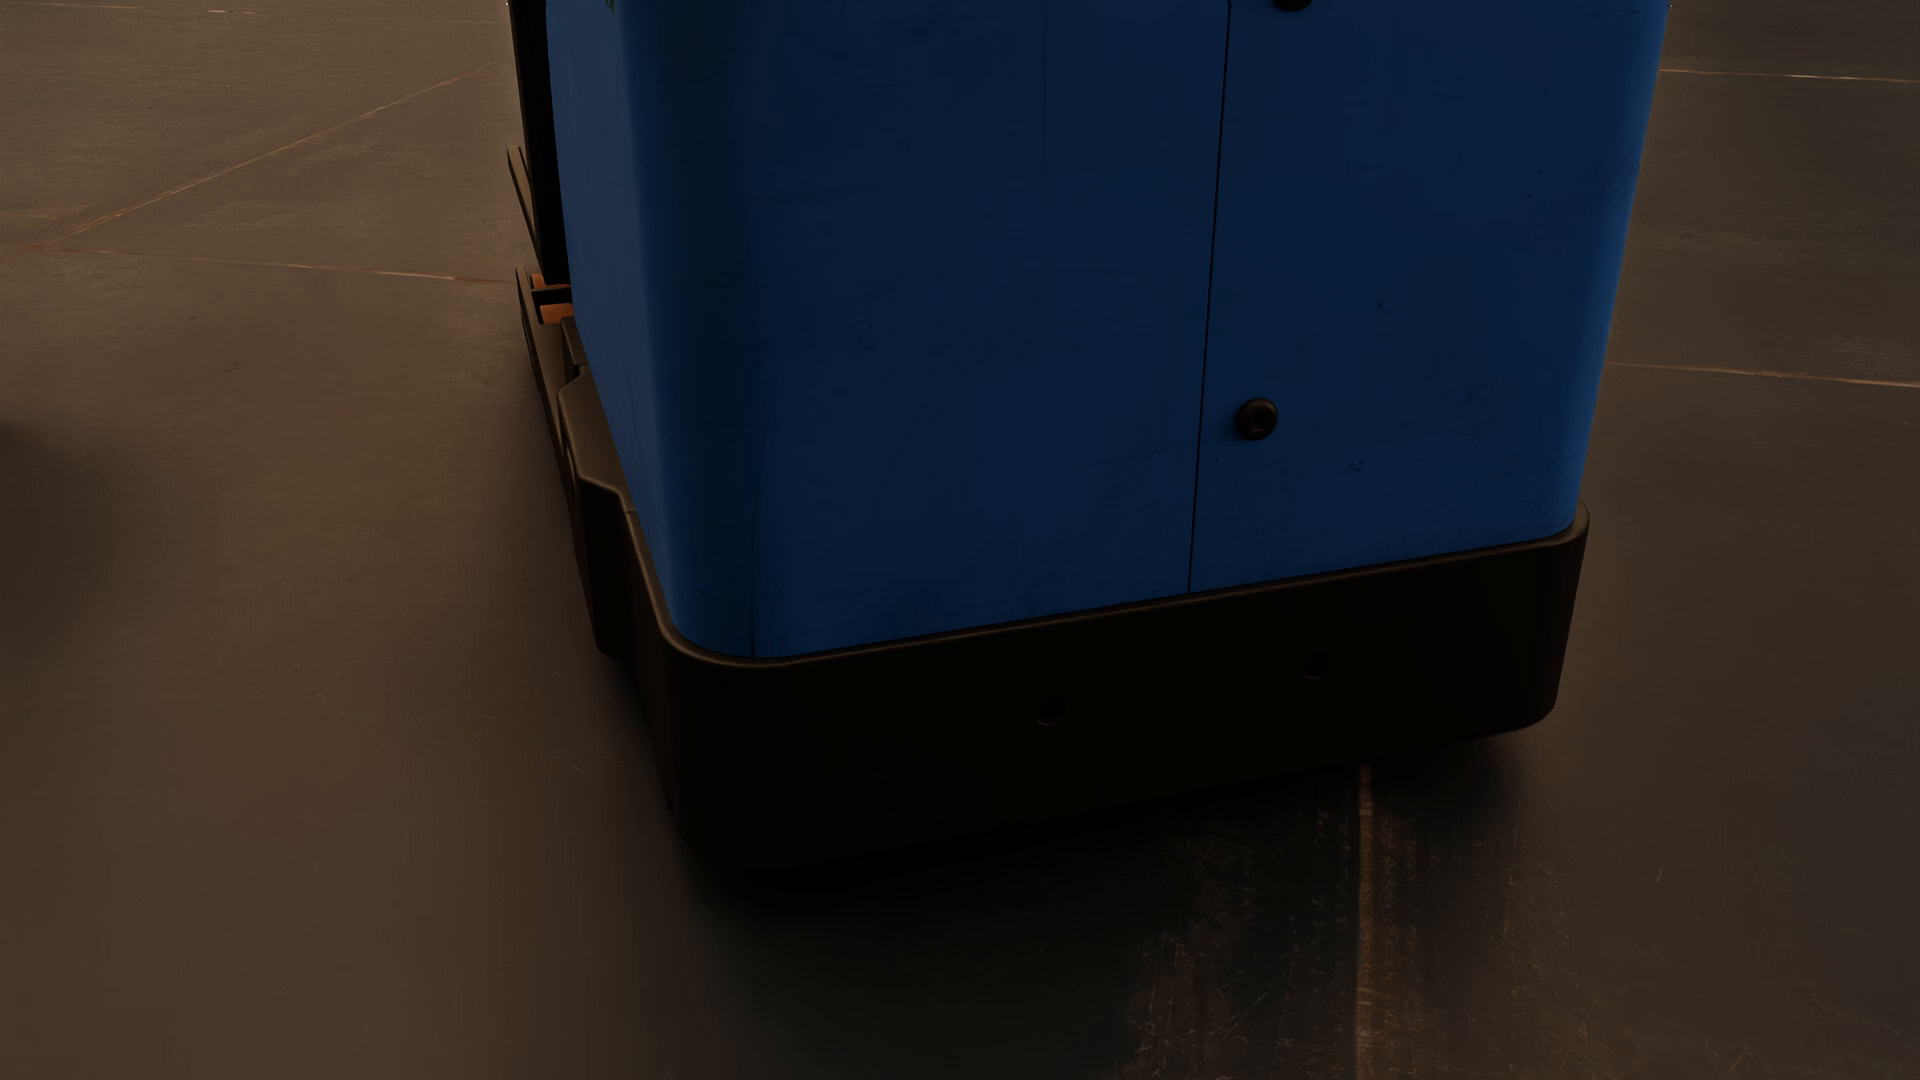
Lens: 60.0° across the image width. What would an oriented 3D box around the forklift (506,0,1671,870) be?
[{"bbox_3d":[-0.217,-1.620,2.457,1.130,2.935,3.031,-8,28,-16],"label":"forklift"}]
